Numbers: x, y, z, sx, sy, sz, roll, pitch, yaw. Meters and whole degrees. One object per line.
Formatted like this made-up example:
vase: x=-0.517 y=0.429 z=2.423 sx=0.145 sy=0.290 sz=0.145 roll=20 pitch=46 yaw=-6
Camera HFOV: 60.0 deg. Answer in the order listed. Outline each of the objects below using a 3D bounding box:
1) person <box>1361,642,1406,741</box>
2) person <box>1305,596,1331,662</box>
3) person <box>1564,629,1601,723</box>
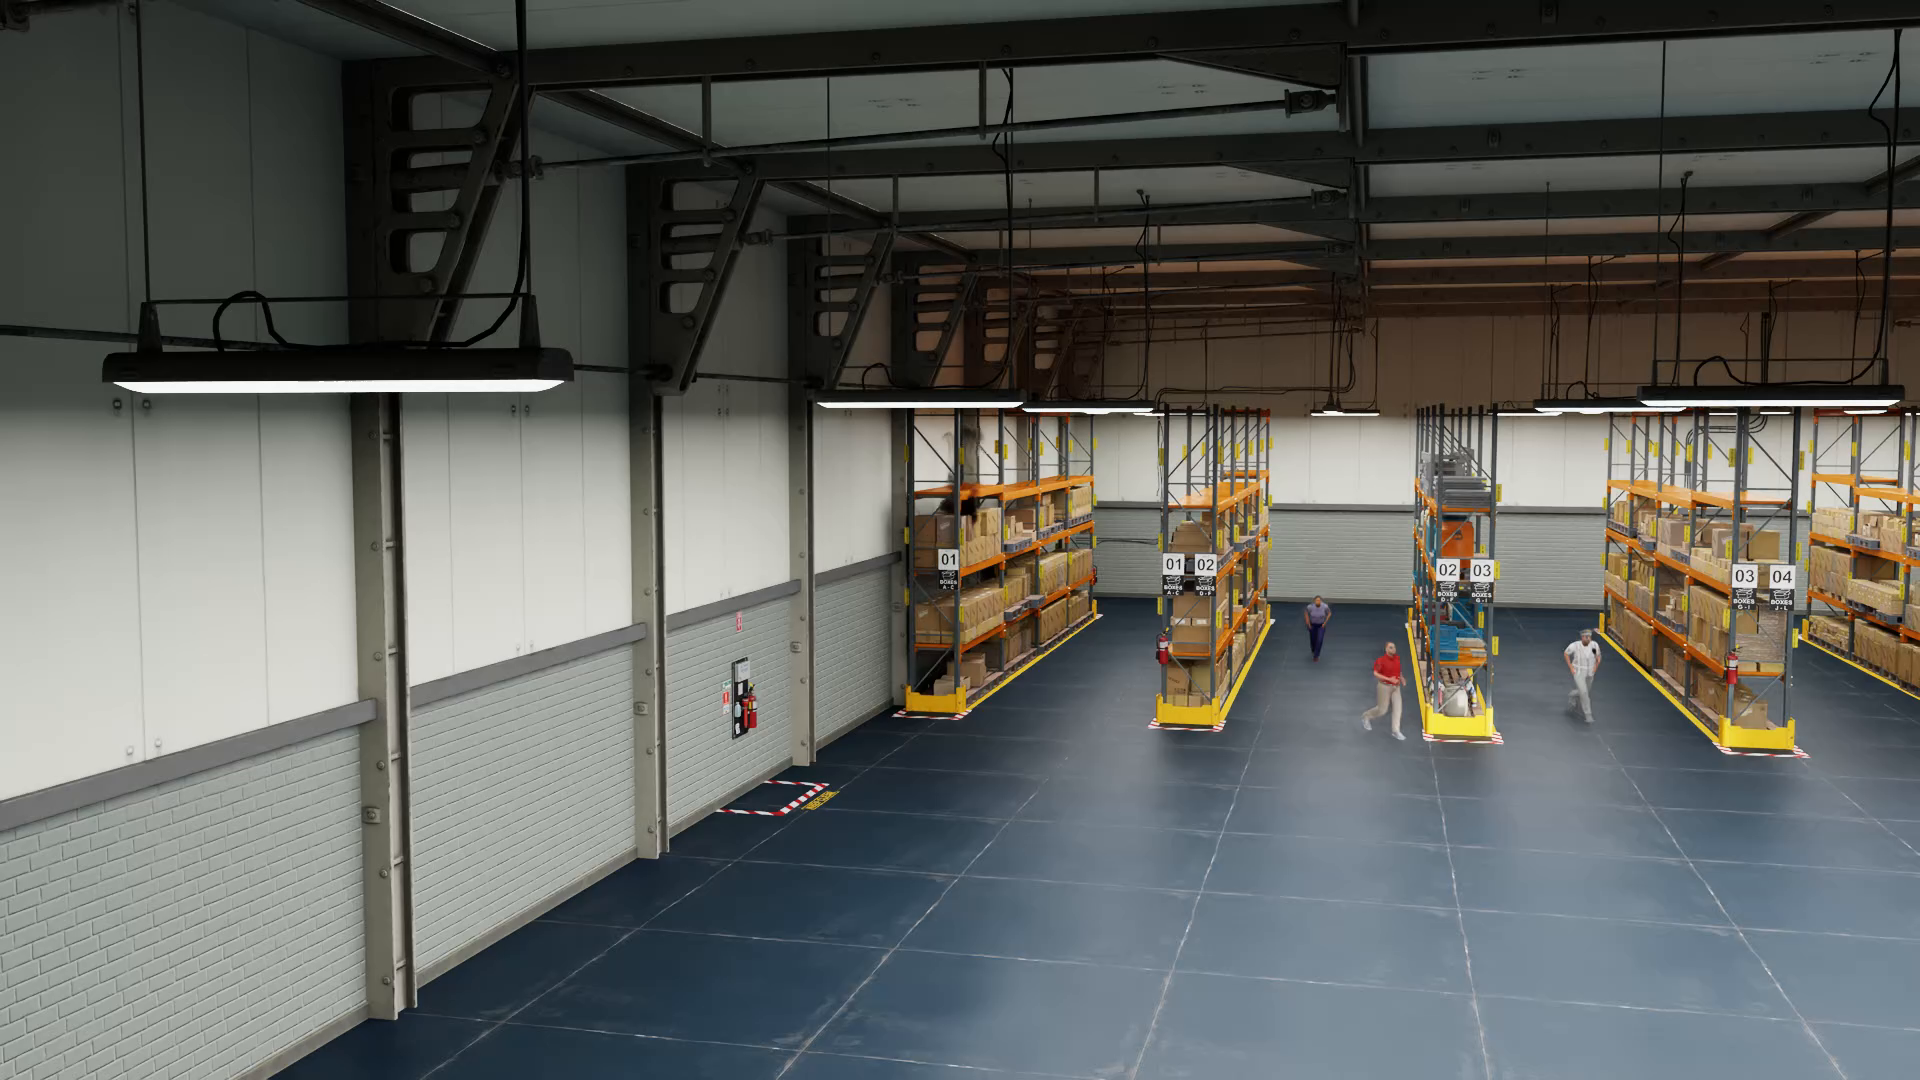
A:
person: x=7.699 y=2.694 z=29.980 sx=0.673 sy=1.738 sz=0.932 roll=-2 pitch=5 yaw=-27
person: x=8.487 y=2.089 z=39.501 sx=0.606 sy=1.601 sz=0.818 roll=0 pitch=4 yaw=5
person: x=11.892 y=2.557 z=31.799 sx=0.664 sy=1.777 sz=1.057 roll=0 pitch=4 yaw=-6
